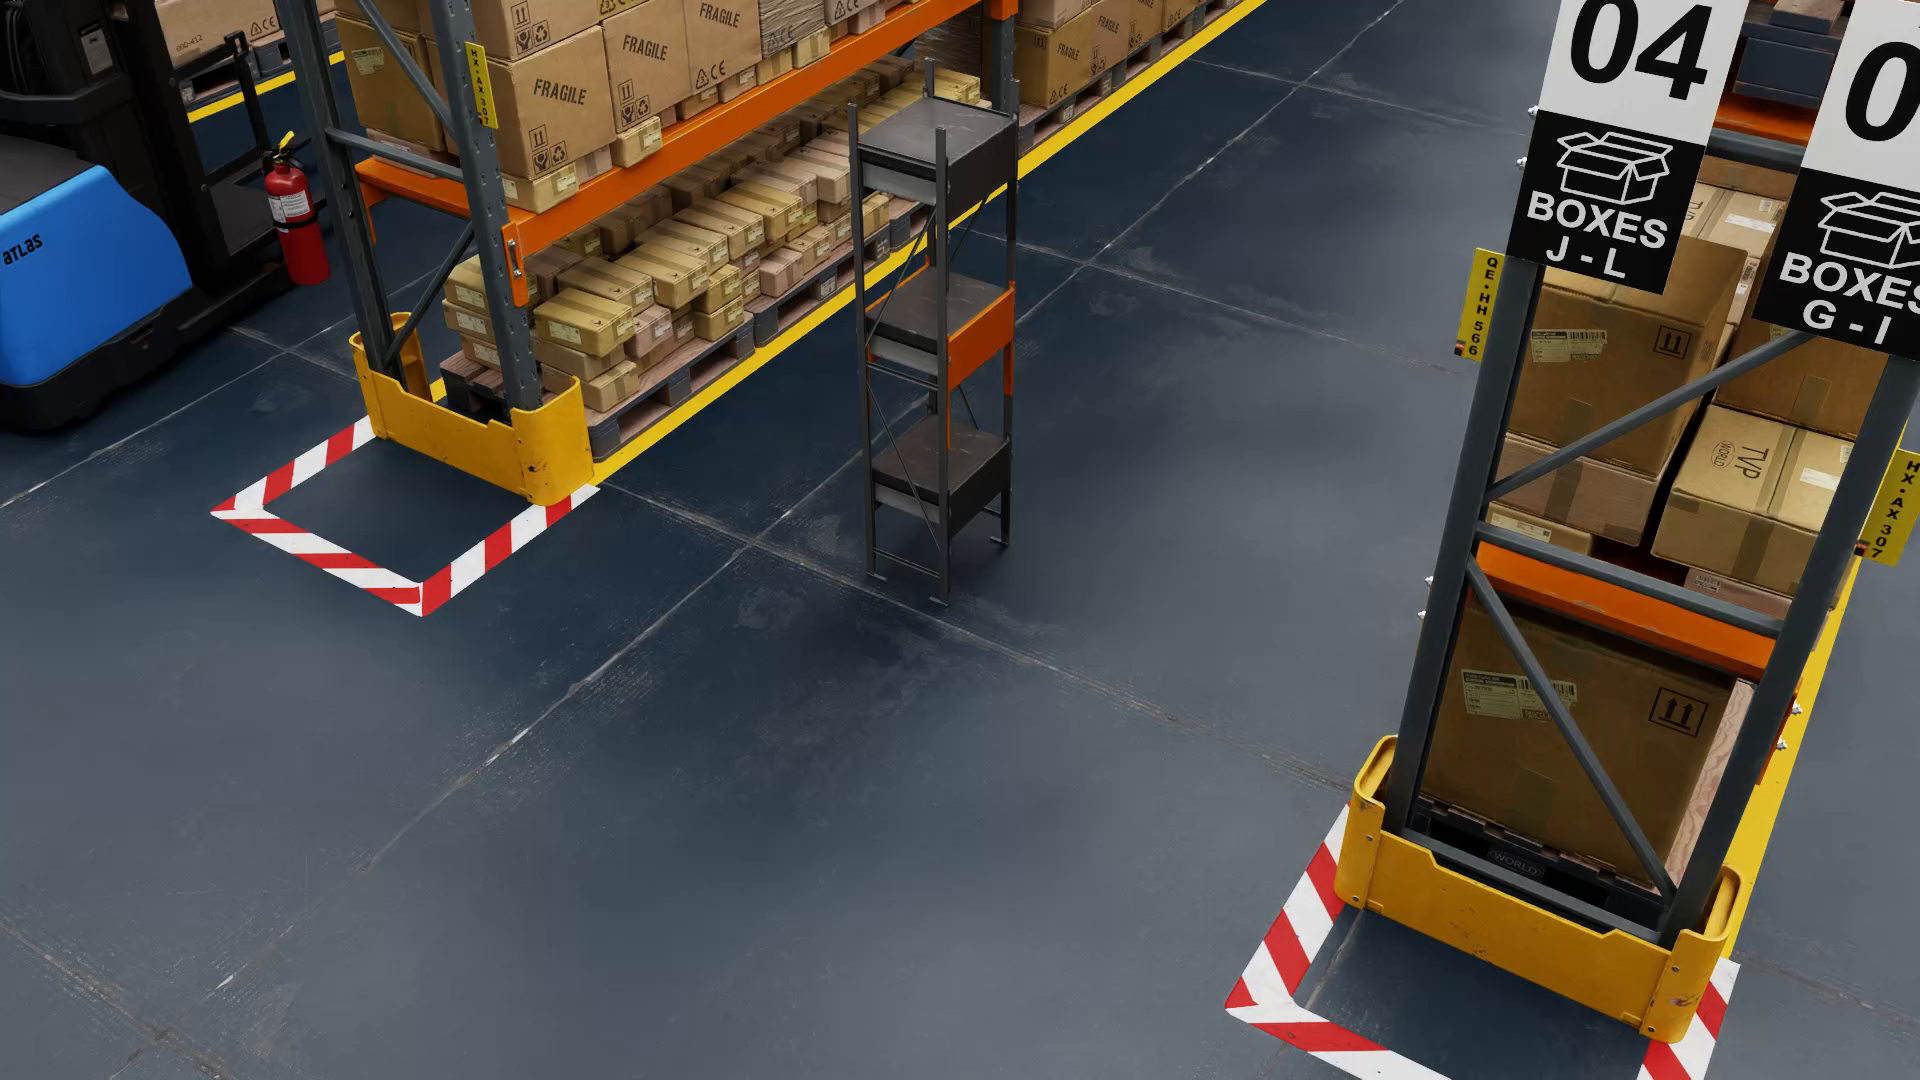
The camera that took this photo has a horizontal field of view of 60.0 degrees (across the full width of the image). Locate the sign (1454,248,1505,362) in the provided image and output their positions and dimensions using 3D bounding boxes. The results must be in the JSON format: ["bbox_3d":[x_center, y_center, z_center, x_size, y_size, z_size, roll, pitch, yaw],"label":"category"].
[{"bbox_3d":[1.403,-0.625,4.461,0.100,0.325,0.005,21,42,25],"label":"sign"}]

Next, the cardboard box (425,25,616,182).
[{"bbox_3d":[-1.806,-1.860,6.881,0.500,0.500,0.500,23,43,27],"label":"cardboard box"}]

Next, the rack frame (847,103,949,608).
[{"bbox_3d":[-0.219,-0.620,6.335,0.400,2.100,0.015,21,42,25],"label":"rack frame"}]

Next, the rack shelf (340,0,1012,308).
[{"bbox_3d":[-1.208,-2.308,8.376,1.077,0.370,4.000,21,42,25],"label":"rack shelf"}]

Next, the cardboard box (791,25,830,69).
[{"bbox_3d":[-0.869,-2.471,8.205,0.380,0.149,0.250,22,43,26],"label":"cardboard box"}]

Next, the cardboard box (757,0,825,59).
[{"bbox_3d":[-1.000,-2.658,7.915,0.500,0.500,0.500,20,42,24],"label":"cardboard box"}]

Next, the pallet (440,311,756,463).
[{"bbox_3d":[-1.774,-0.904,8.250,1.003,0.211,1.213,21,42,25],"label":"pallet"}]

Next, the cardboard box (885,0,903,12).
[{"bbox_3d":[-0.528,-2.904,8.766,0.380,0.149,0.250,20,42,24],"label":"cardboard box"}]

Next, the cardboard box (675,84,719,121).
[{"bbox_3d":[-1.350,-2.099,7.721,0.380,0.149,0.250,21,42,25],"label":"cardboard box"}]

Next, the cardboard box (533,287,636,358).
[{"bbox_3d":[-1.712,-0.994,7.586,0.380,0.149,0.250,19,42,23],"label":"cardboard box"}]

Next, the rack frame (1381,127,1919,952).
[{"bbox_3d":[1.854,0.112,4.647,1.000,3.000,0.127,21,42,25],"label":"rack frame"}]

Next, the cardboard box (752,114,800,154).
[{"bbox_3d":[-1.114,-2.272,9.244,0.380,0.149,0.250,22,43,26],"label":"cardboard box"}]

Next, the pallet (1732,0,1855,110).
[{"bbox_3d":[2.243,-1.426,4.259,1.003,0.211,1.213,21,42,25],"label":"pallet"}]

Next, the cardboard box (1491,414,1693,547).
[{"bbox_3d":[1.889,-0.283,5.039,0.500,0.250,0.500,20,42,24],"label":"cardboard box"}]

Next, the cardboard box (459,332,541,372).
[{"bbox_3d":[-2.174,-0.939,8.002,0.380,0.149,0.250,22,43,26],"label":"cardboard box"}]

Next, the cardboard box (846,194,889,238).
[{"bbox_3d":[-0.614,-1.814,9.138,0.380,0.149,0.250,21,42,25],"label":"cardboard box"}]

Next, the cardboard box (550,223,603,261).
[{"bbox_3d":[-1.996,-1.477,8.212,0.380,0.149,0.250,20,42,24],"label":"cardboard box"}]

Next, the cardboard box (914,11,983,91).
[{"bbox_3d":[0.047,-3.264,10.731,0.500,0.500,0.500,20,42,24],"label":"cardboard box"}]

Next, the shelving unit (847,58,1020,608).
[{"bbox_3d":[-0.089,-0.746,6.498,0.431,2.100,0.503,21,42,25],"label":"shelving unit"}]

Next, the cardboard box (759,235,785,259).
[{"bbox_3d":[-1.130,-1.599,8.615,0.380,0.149,0.250,23,43,27],"label":"cardboard box"}]

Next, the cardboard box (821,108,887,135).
[{"bbox_3d":[-0.543,-2.245,9.209,0.380,0.149,0.250,23,43,27],"label":"cardboard box"}]

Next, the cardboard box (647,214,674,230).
[{"bbox_3d":[-1.695,-1.622,8.645,0.380,0.149,0.250,22,43,26],"label":"cardboard box"}]

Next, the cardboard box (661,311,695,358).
[{"bbox_3d":[-1.531,-1.057,8.155,0.380,0.149,0.250,22,43,26],"label":"cardboard box"}]

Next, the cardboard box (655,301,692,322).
[{"bbox_3d":[-1.532,-1.181,8.073,0.380,0.149,0.250,22,43,26],"label":"cardboard box"}]

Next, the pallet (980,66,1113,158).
[{"bbox_3d":[0.279,-2.922,10.867,1.003,0.211,1.213,21,42,25],"label":"pallet"}]

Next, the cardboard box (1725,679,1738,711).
[{"bbox_3d":[2.617,-0.038,6.238,0.875,0.875,0.875,21,42,25],"label":"cardboard box"}]

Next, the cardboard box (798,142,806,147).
[{"bbox_3d":[-0.908,-2.262,9.474,0.380,0.149,0.250,19,42,23],"label":"cardboard box"}]

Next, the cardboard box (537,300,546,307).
[{"bbox_3d":[-2.053,-1.200,8.097,0.380,0.149,0.250,20,42,24],"label":"cardboard box"}]

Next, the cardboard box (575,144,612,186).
[{"bbox_3d":[-1.728,-1.667,7.161,0.380,0.149,0.250,23,43,27],"label":"cardboard box"}]

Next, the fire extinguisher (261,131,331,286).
[{"bbox_3d":[-2.805,-1.405,6.984,0.296,0.674,0.183,21,42,25],"label":"fire extinguisher"}]

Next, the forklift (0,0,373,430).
[{"bbox_3d":[-4.186,-2.575,8.189,1.130,2.935,3.031,14,40,17],"label":"forklift"}]

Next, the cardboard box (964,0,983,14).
[{"bbox_3d":[0.049,-3.564,10.506,0.500,0.250,0.500,20,42,24],"label":"cardboard box"}]

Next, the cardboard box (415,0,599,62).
[{"bbox_3d":[-1.815,-2.260,6.580,0.500,0.500,0.500,21,42,25],"label":"cardboard box"}]

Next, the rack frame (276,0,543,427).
[{"bbox_3d":[-2.280,-1.562,6.819,1.000,3.000,0.127,21,42,25],"label":"rack frame"}]

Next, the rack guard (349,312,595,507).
[{"bbox_3d":[-2.239,-0.611,7.633,1.175,0.500,0.348,21,42,25],"label":"rack guard"}]

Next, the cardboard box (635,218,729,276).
[{"bbox_3d":[-1.360,-1.418,8.137,0.380,0.149,0.250,19,42,23],"label":"cardboard box"}]

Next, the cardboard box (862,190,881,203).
[{"bbox_3d":[-0.638,-1.990,9.122,0.380,0.149,0.250,22,43,26],"label":"cardboard box"}]

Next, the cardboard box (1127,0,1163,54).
[{"bbox_3d":[1.034,-3.642,11.221,0.500,0.500,0.500,22,43,26],"label":"cardboard box"}]

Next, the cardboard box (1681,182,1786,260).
[{"bbox_3d":[2.710,-1.076,6.068,0.500,0.250,0.500,21,42,25],"label":"cardboard box"}]

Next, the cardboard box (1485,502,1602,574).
[{"bbox_3d":[1.767,-0.079,5.102,0.380,0.149,0.250,22,43,26],"label":"cardboard box"}]

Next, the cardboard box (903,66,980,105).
[{"bbox_3d":[-0.108,-2.628,9.706,0.380,0.149,0.250,22,43,26],"label":"cardboard box"}]

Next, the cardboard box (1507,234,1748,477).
[{"bbox_3d":[1.893,-0.580,4.811,0.500,0.500,0.500,22,43,26],"label":"cardboard box"}]

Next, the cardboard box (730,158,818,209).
[{"bbox_3d":[-0.970,-1.840,8.683,0.380,0.149,0.250,21,42,25],"label":"cardboard box"}]

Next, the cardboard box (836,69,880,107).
[{"bbox_3d":[-0.694,-2.665,9.753,0.380,0.149,0.250,23,43,27],"label":"cardboard box"}]

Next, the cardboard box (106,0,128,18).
[{"bbox_3d":[-5.761,-3.128,10.606,0.875,0.438,0.875,22,43,26],"label":"cardboard box"}]

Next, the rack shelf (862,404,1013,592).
[{"bbox_3d":[-0.089,-0.181,6.934,0.431,0.518,0.480,21,42,25],"label":"rack shelf"}]

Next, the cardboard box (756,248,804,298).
[{"bbox_3d":[-1.038,-1.415,8.620,0.380,0.149,0.250,19,42,23],"label":"cardboard box"}]

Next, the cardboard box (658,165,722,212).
[{"bbox_3d":[-1.472,-1.846,8.691,0.380,0.149,0.250,20,42,24],"label":"cardboard box"}]
